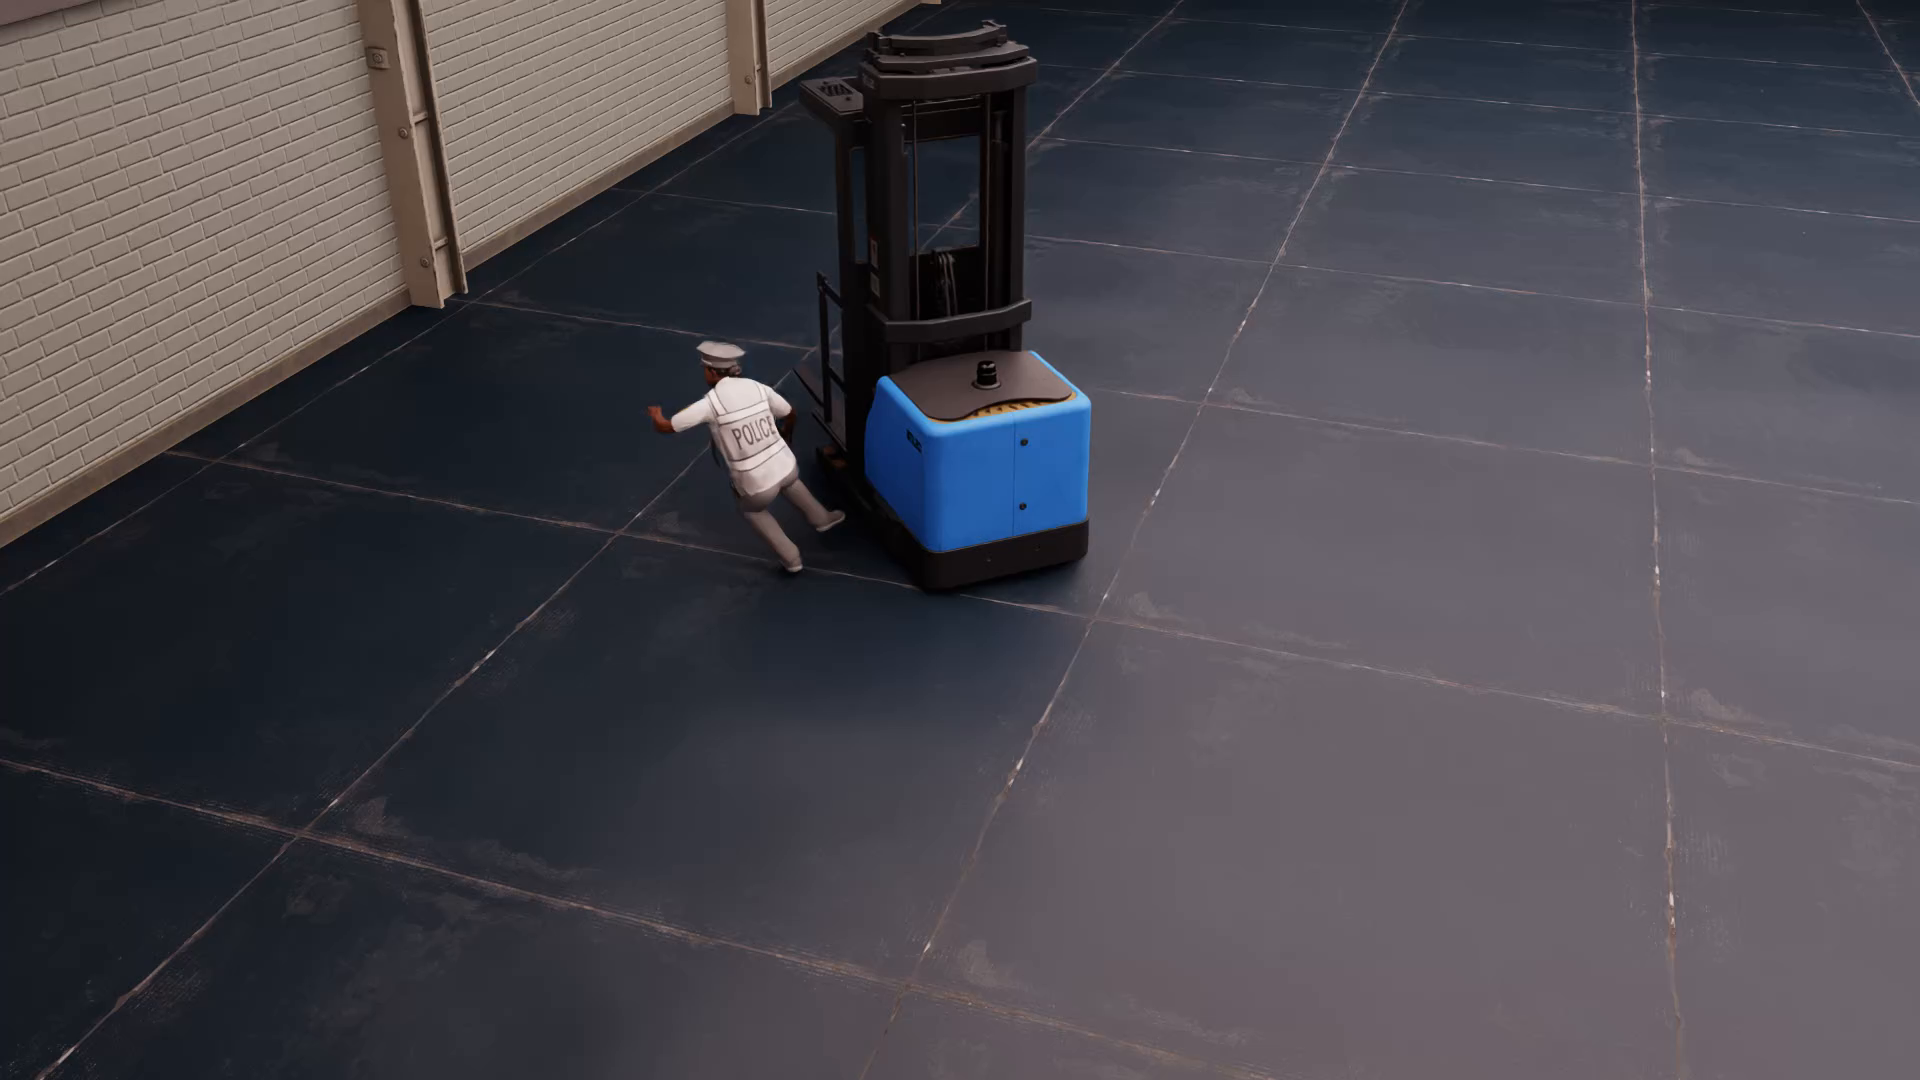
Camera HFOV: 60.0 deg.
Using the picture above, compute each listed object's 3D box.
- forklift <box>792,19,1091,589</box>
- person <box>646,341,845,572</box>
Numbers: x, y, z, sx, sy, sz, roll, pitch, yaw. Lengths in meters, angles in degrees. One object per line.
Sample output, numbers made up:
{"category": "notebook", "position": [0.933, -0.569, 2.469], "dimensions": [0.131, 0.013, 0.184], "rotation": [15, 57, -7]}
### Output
{"category": "forklift", "position": [-0.289, -1.706, 10.129], "dimensions": [1.130, 2.935, 3.031], "rotation": [-12, 32, -20]}
{"category": "person", "position": [-1.191, -0.511, 9.554], "dimensions": [1.095, 1.416, 0.900], "rotation": [-26, 38, -37]}
